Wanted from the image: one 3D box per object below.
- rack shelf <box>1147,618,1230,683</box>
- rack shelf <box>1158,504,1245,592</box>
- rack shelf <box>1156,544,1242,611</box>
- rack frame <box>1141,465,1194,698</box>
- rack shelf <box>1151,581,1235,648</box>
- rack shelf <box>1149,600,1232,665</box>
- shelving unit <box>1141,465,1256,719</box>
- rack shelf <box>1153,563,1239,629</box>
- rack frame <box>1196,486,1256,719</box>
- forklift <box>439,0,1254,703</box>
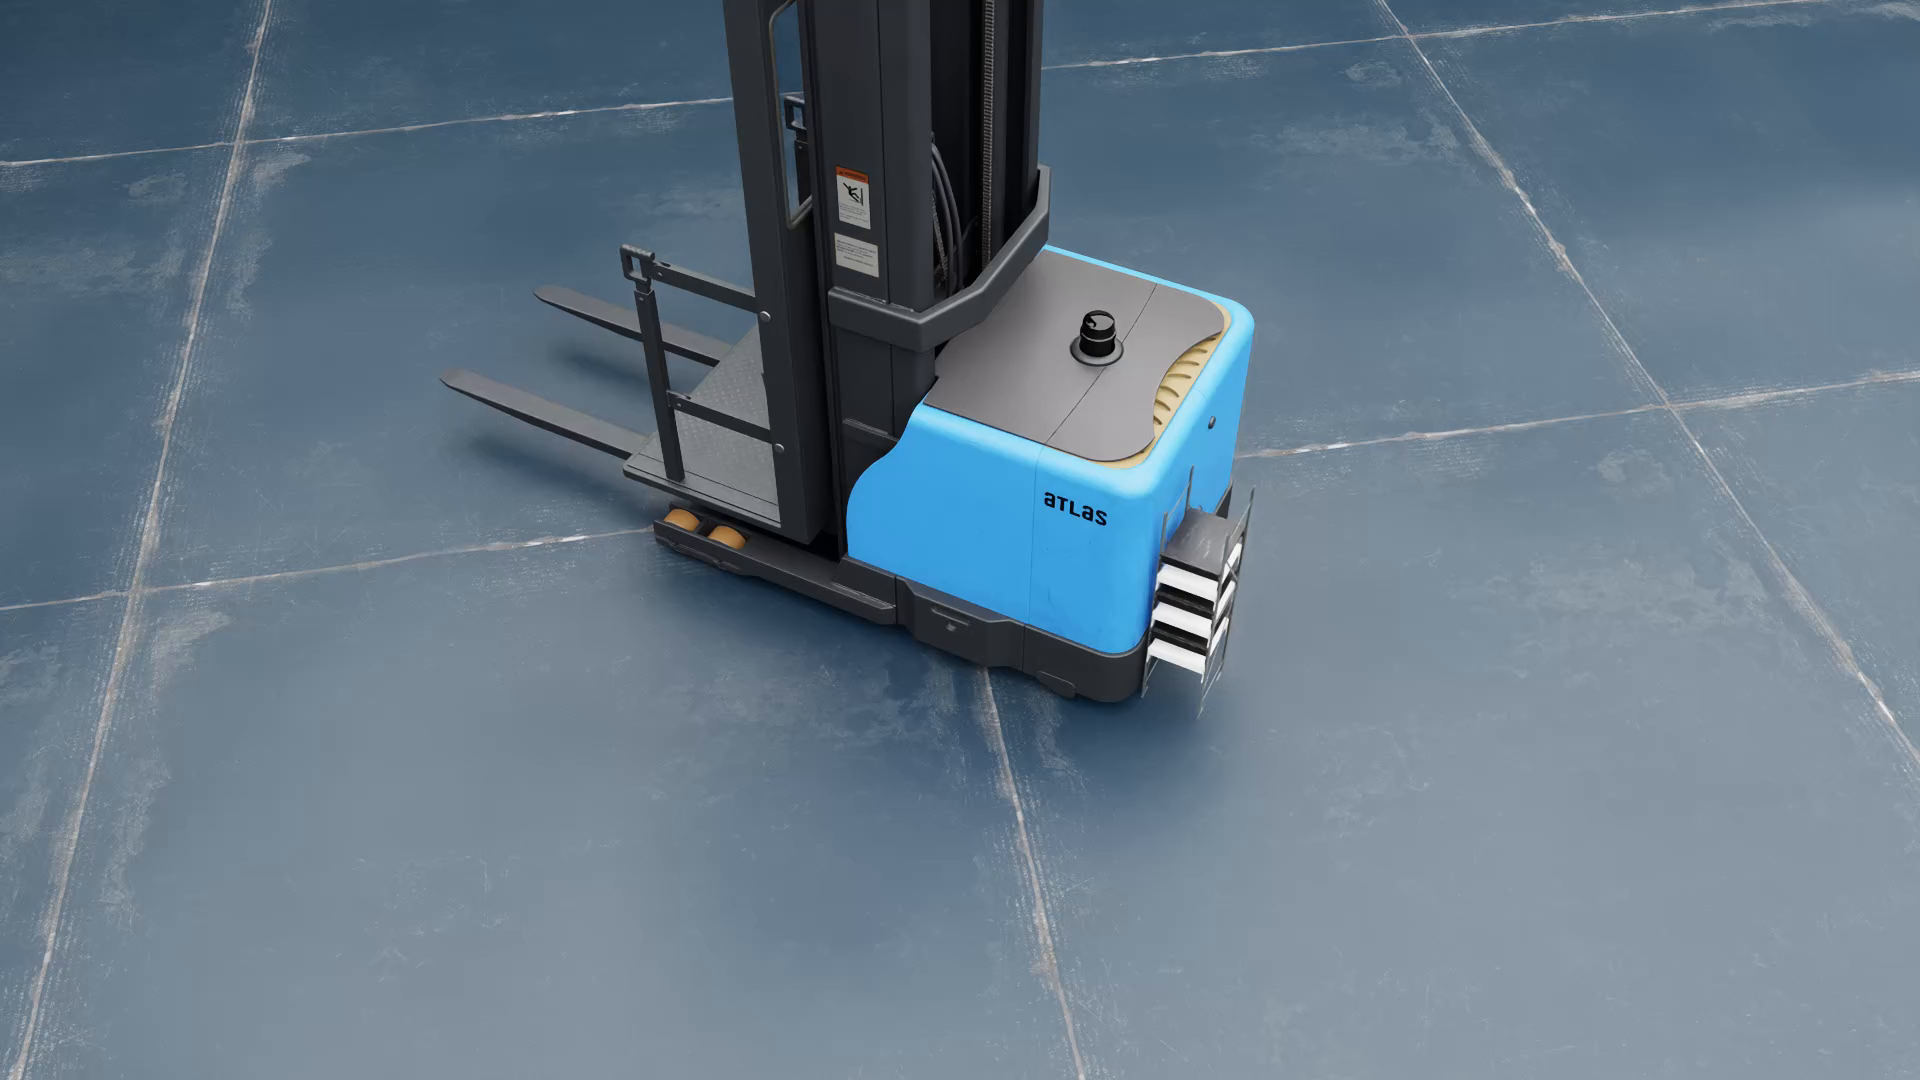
[{"bbox_3d":[0.771,0.336,5.598,0.200,0.077,0.258,20,49,18],"label":"rack shelf"},{"bbox_3d":[0.771,0.023,5.274,0.200,0.077,0.258,20,49,18],"label":"rack shelf"},{"bbox_3d":[0.771,0.086,5.339,0.200,0.077,0.258,20,49,18],"label":"rack shelf"},{"bbox_3d":[0.680,0.154,5.476,0.006,0.900,0.240,20,49,18],"label":"rack frame"},{"bbox_3d":[0.771,0.211,5.468,0.200,0.077,0.258,20,49,18],"label":"rack shelf"},{"bbox_3d":[0.771,0.273,5.533,0.200,0.077,0.258,20,49,18],"label":"rack shelf"},{"bbox_3d":[0.771,0.188,5.444,0.210,0.900,0.258,20,49,18],"label":"shelving unit"},{"bbox_3d":[0.771,0.148,5.404,0.200,0.077,0.258,20,49,18],"label":"rack shelf"},{"bbox_3d":[0.861,0.221,5.412,0.006,0.900,0.240,20,49,18],"label":"rack frame"},{"bbox_3d":[-0.559,-1.222,5.392,3.031,2.935,1.130,20,49,18],"label":"forklift"}]
